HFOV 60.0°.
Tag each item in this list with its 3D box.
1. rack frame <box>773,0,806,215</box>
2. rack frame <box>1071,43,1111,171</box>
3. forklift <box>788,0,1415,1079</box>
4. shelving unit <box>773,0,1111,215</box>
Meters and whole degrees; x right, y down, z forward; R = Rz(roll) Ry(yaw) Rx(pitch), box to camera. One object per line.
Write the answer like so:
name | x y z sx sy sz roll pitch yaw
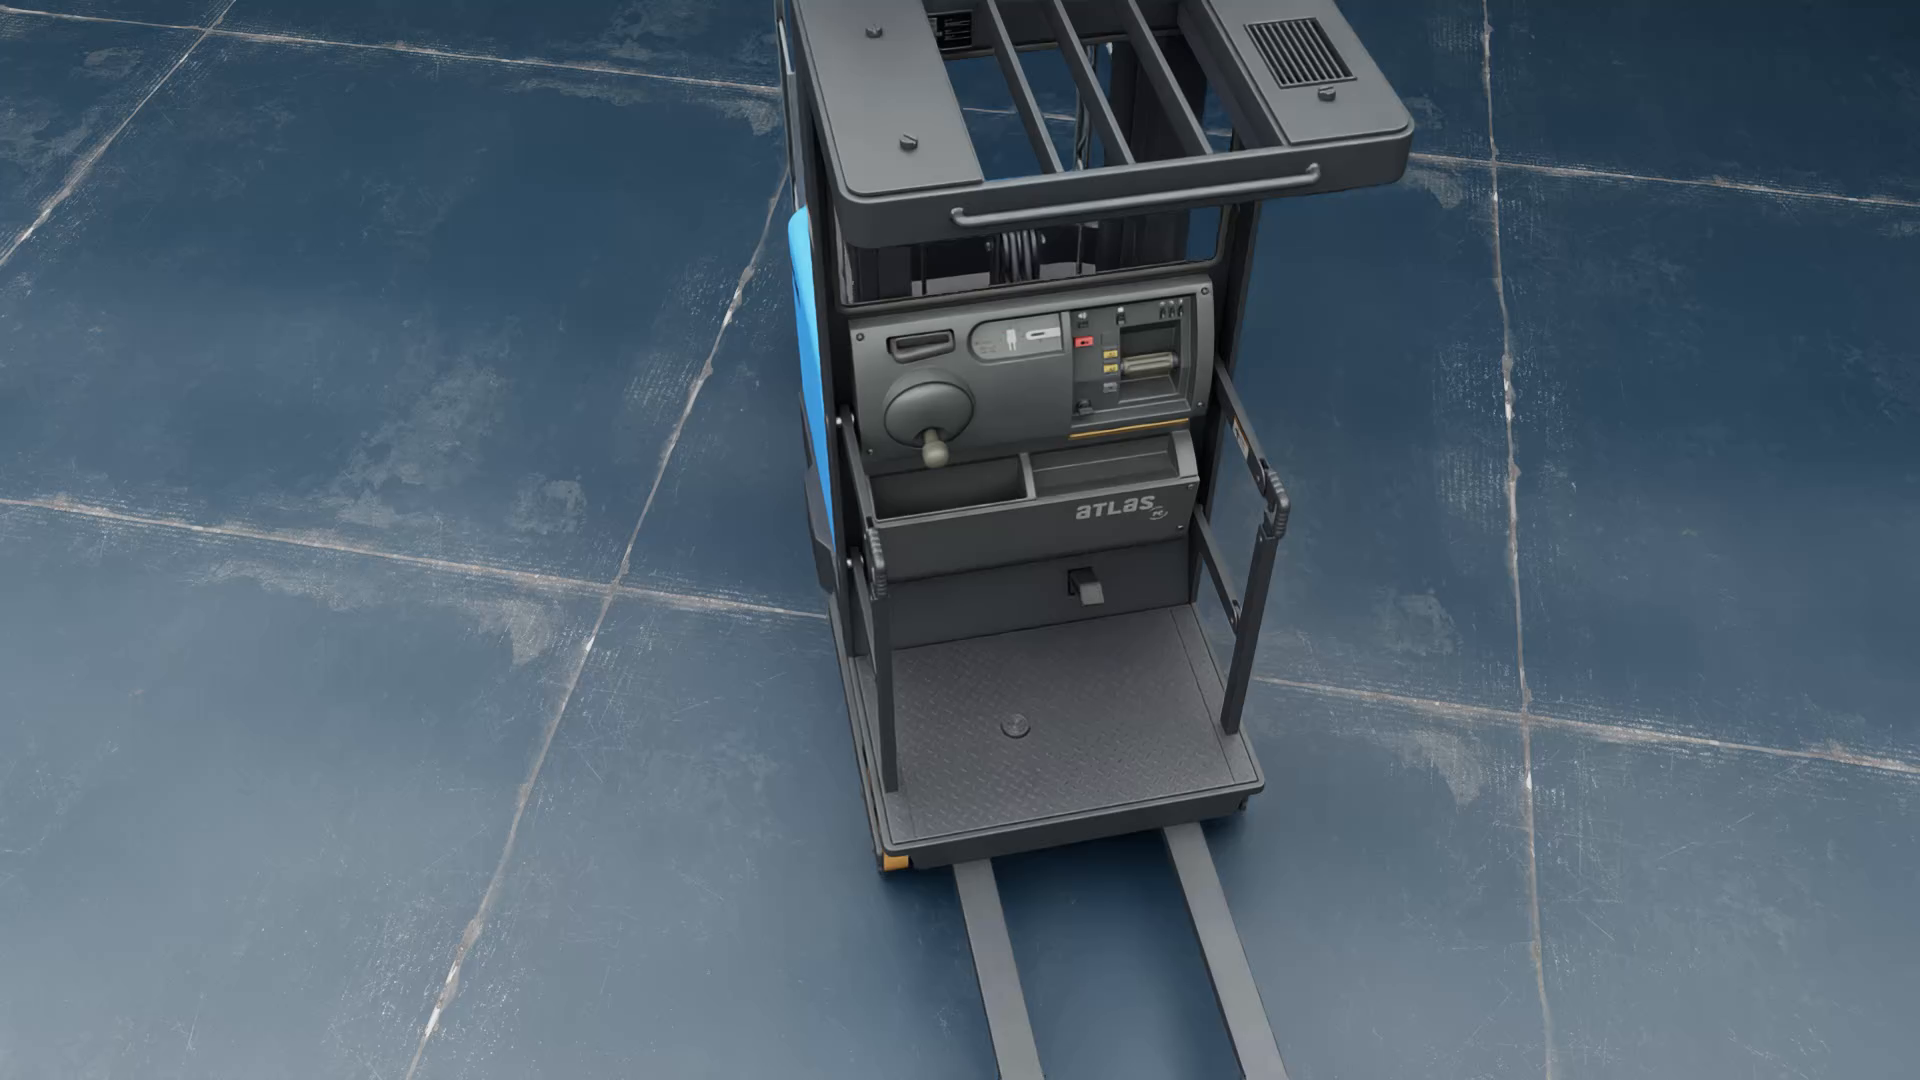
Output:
rack frame | -0.545 -1.082 5.714 0.032 1.500 0.500 -7 48 -6
rack frame | 0.458 -1.206 5.825 0.032 1.500 0.500 -7 48 -6
forklift | 0.236 -0.322 4.069 1.130 2.935 3.031 -9 49 -8
shelving unit | -0.043 -1.144 5.769 1.048 1.500 0.538 -7 48 -6
